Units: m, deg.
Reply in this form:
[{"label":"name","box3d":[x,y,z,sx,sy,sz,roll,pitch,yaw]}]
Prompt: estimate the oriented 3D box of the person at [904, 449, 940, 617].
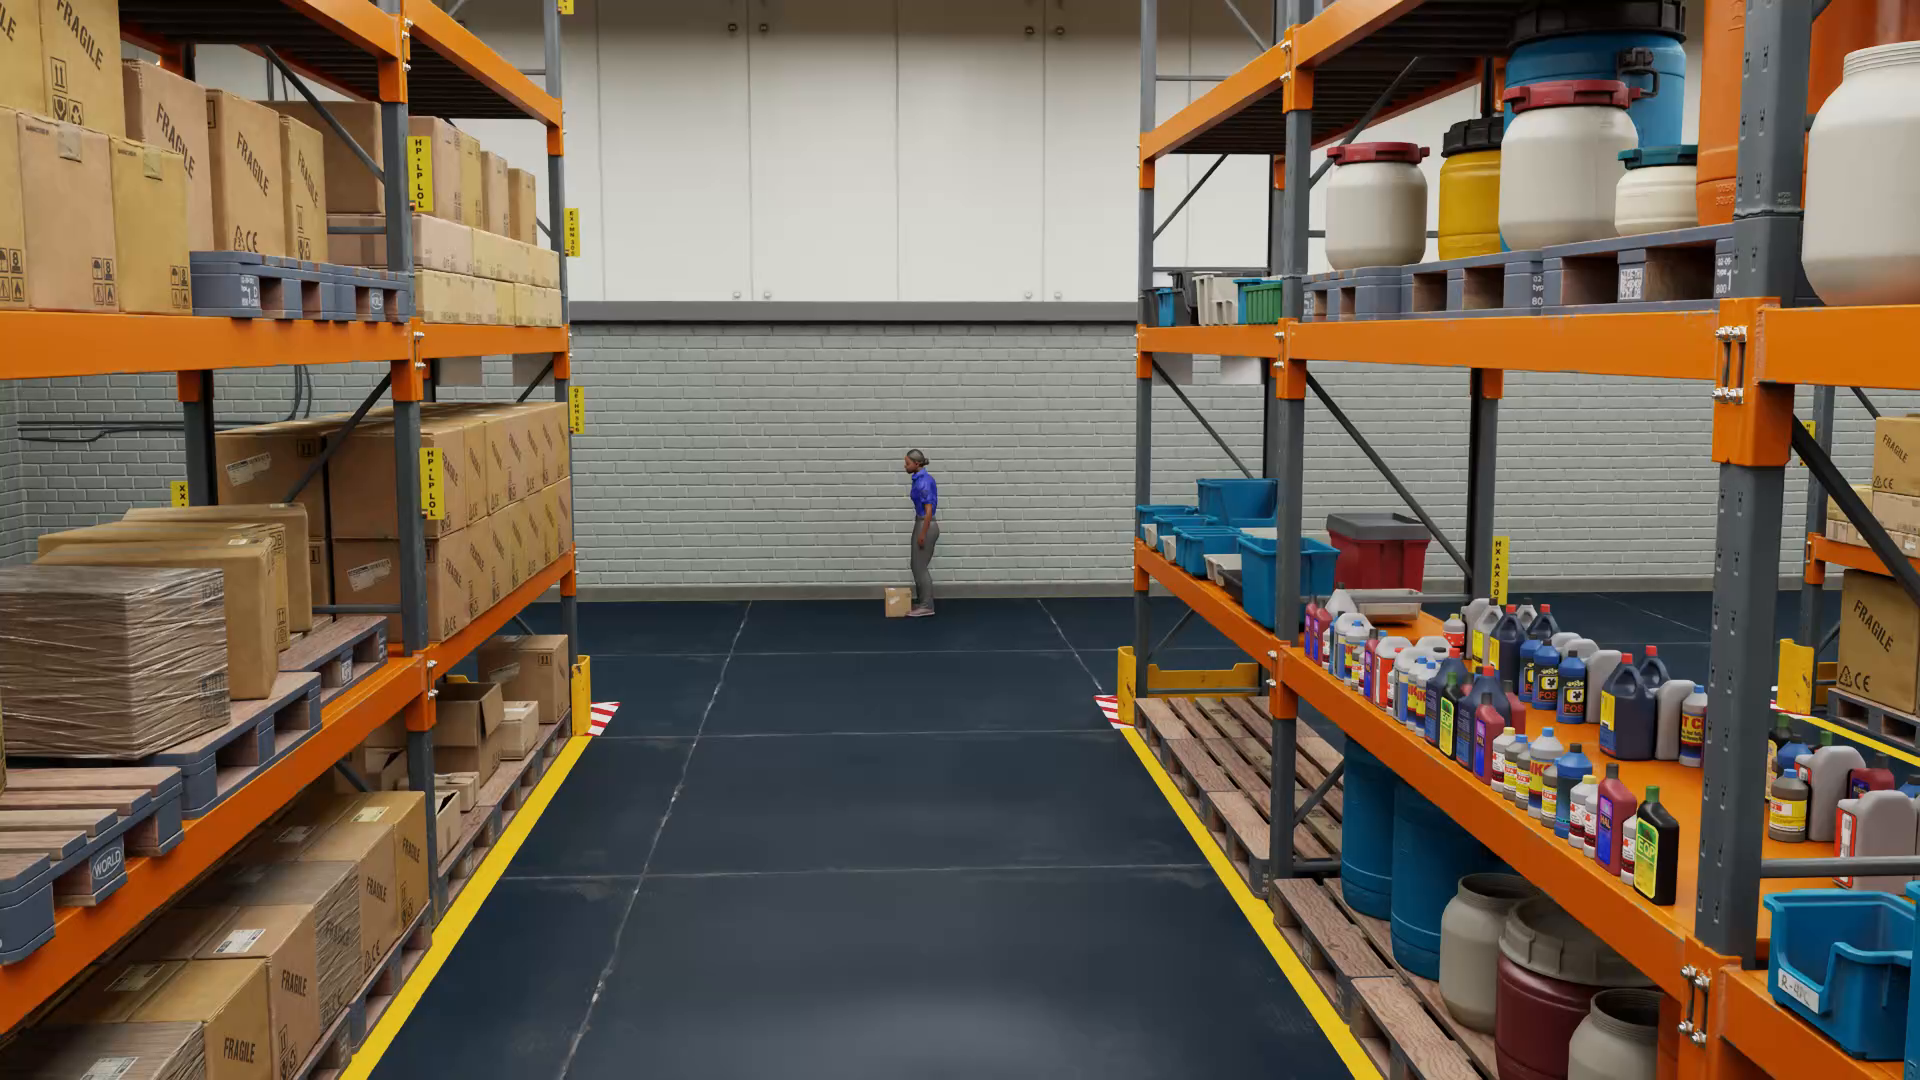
[{"label":"person","box3d":[-0.383,-0.081,16.440,0.350,1.653,0.525,-1,7,-7]}]
